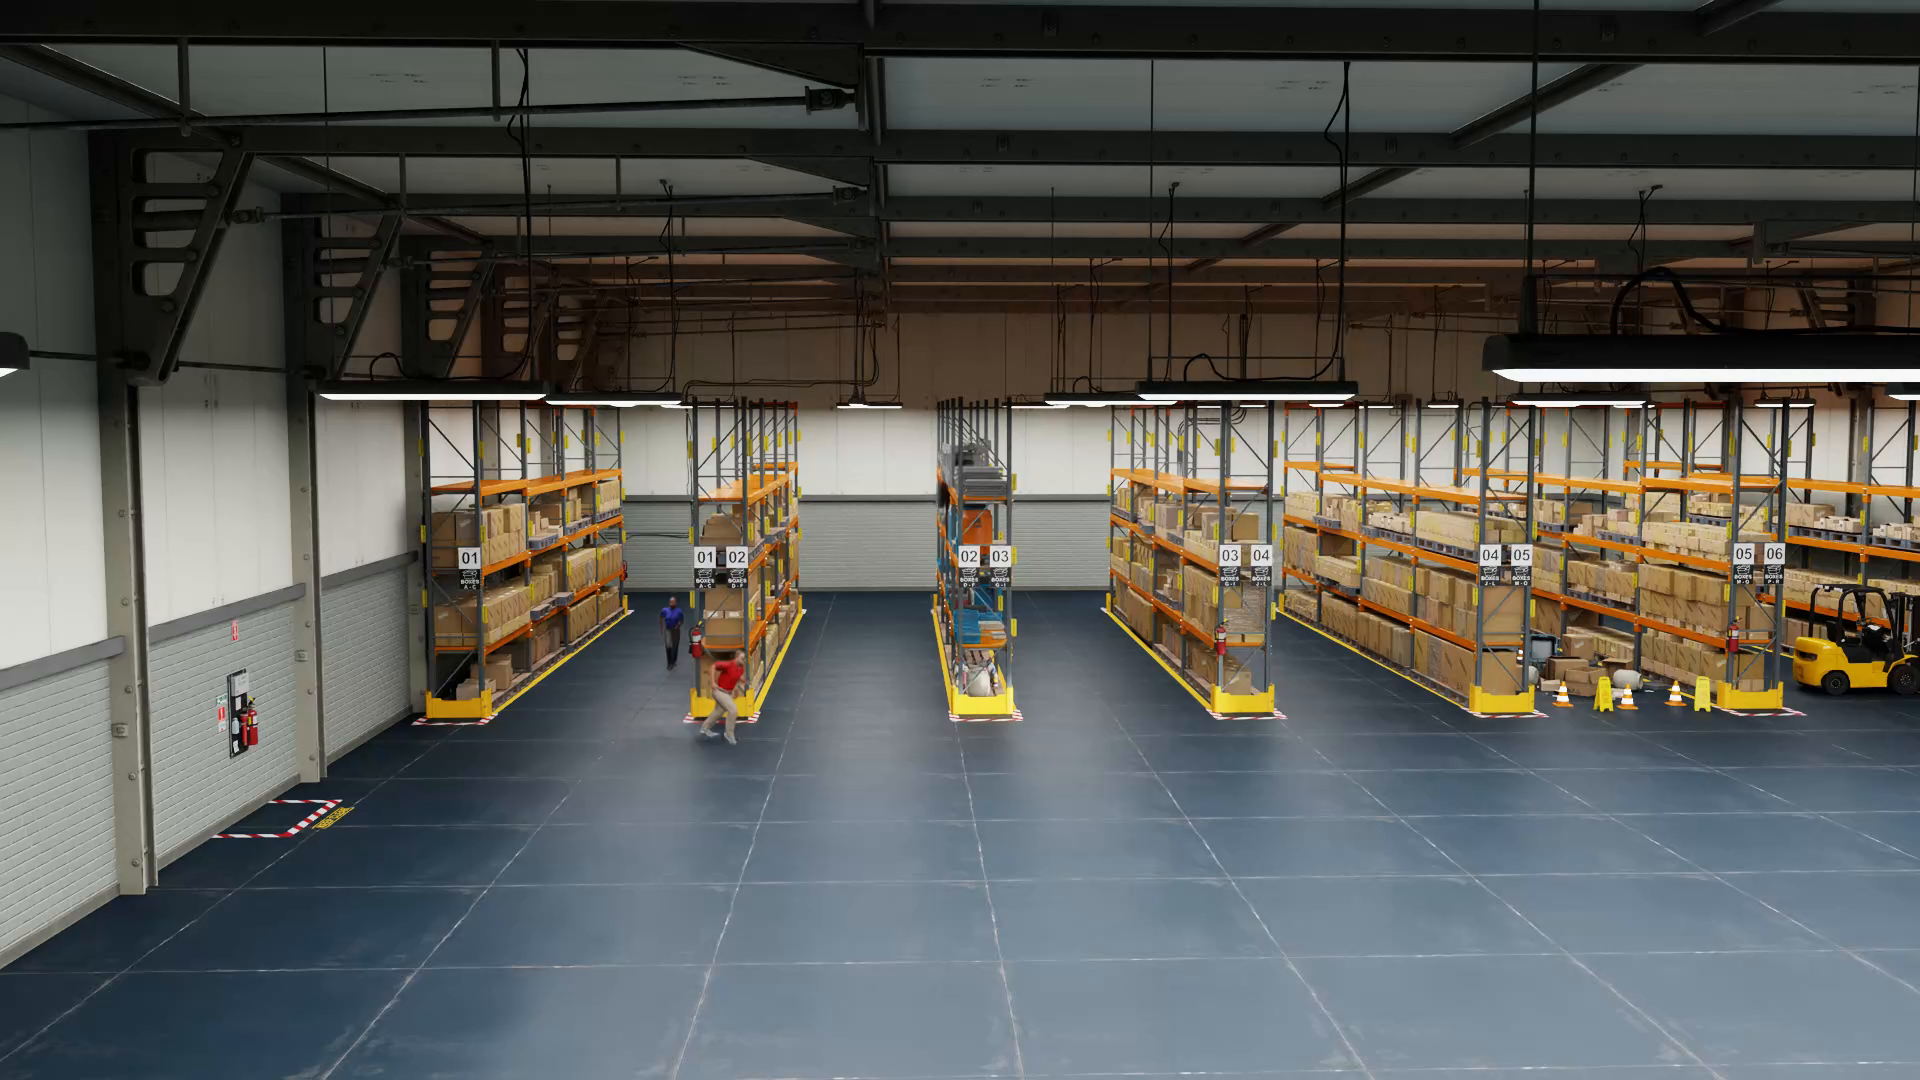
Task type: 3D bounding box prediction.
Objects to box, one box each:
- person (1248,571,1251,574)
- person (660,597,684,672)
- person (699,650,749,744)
[{"bbox_3d":[8.655,1.172,48.588,0.600,1.681,0.847,4,6,43],"label":"person"},{"bbox_3d":[-6.373,2.081,36.798,0.516,1.670,0.807,-1,5,-13],"label":"person"},{"bbox_3d":[-4.114,2.729,28.773,1.023,1.687,0.706,2,5,25],"label":"person"}]
